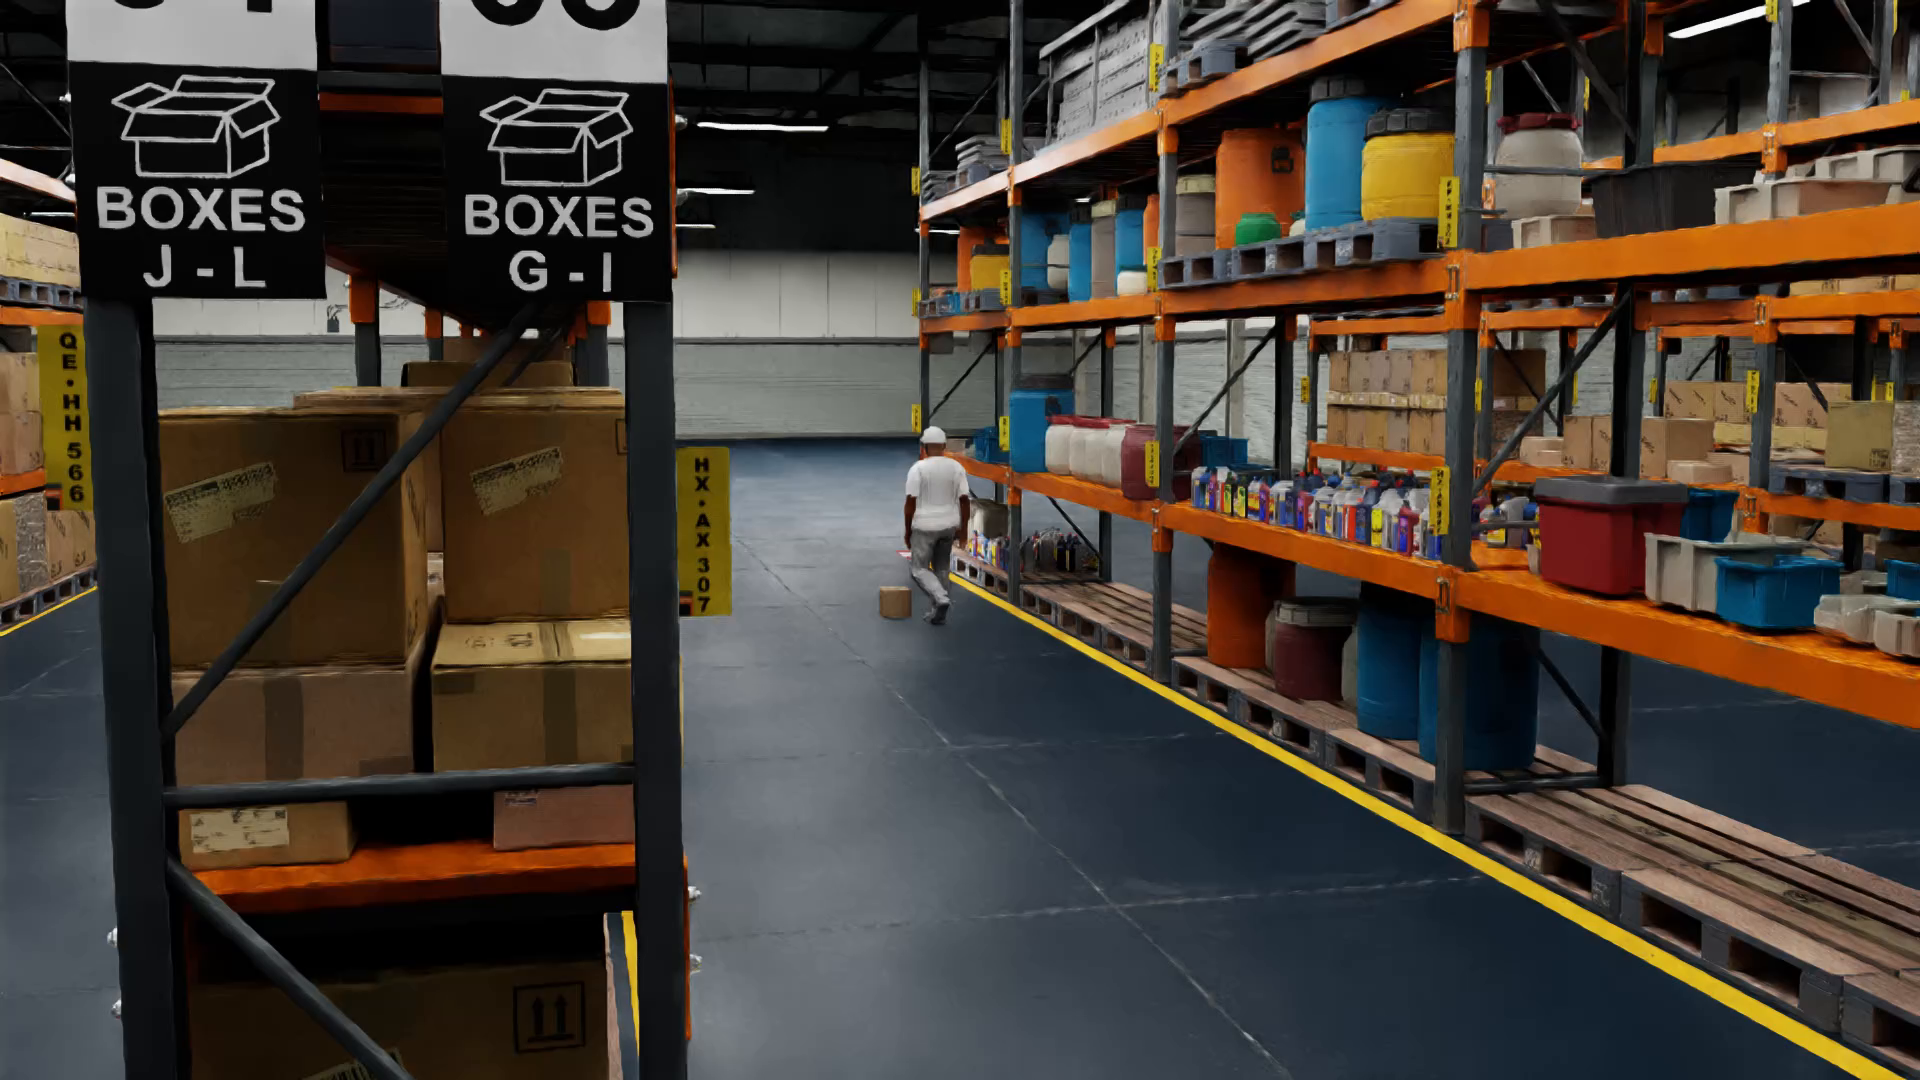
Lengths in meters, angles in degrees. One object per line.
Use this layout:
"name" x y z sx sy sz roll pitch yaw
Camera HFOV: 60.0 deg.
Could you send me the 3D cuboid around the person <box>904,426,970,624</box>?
"person" -0.202 -0.114 14.416 0.588 1.748 0.817 -3 7 -29
